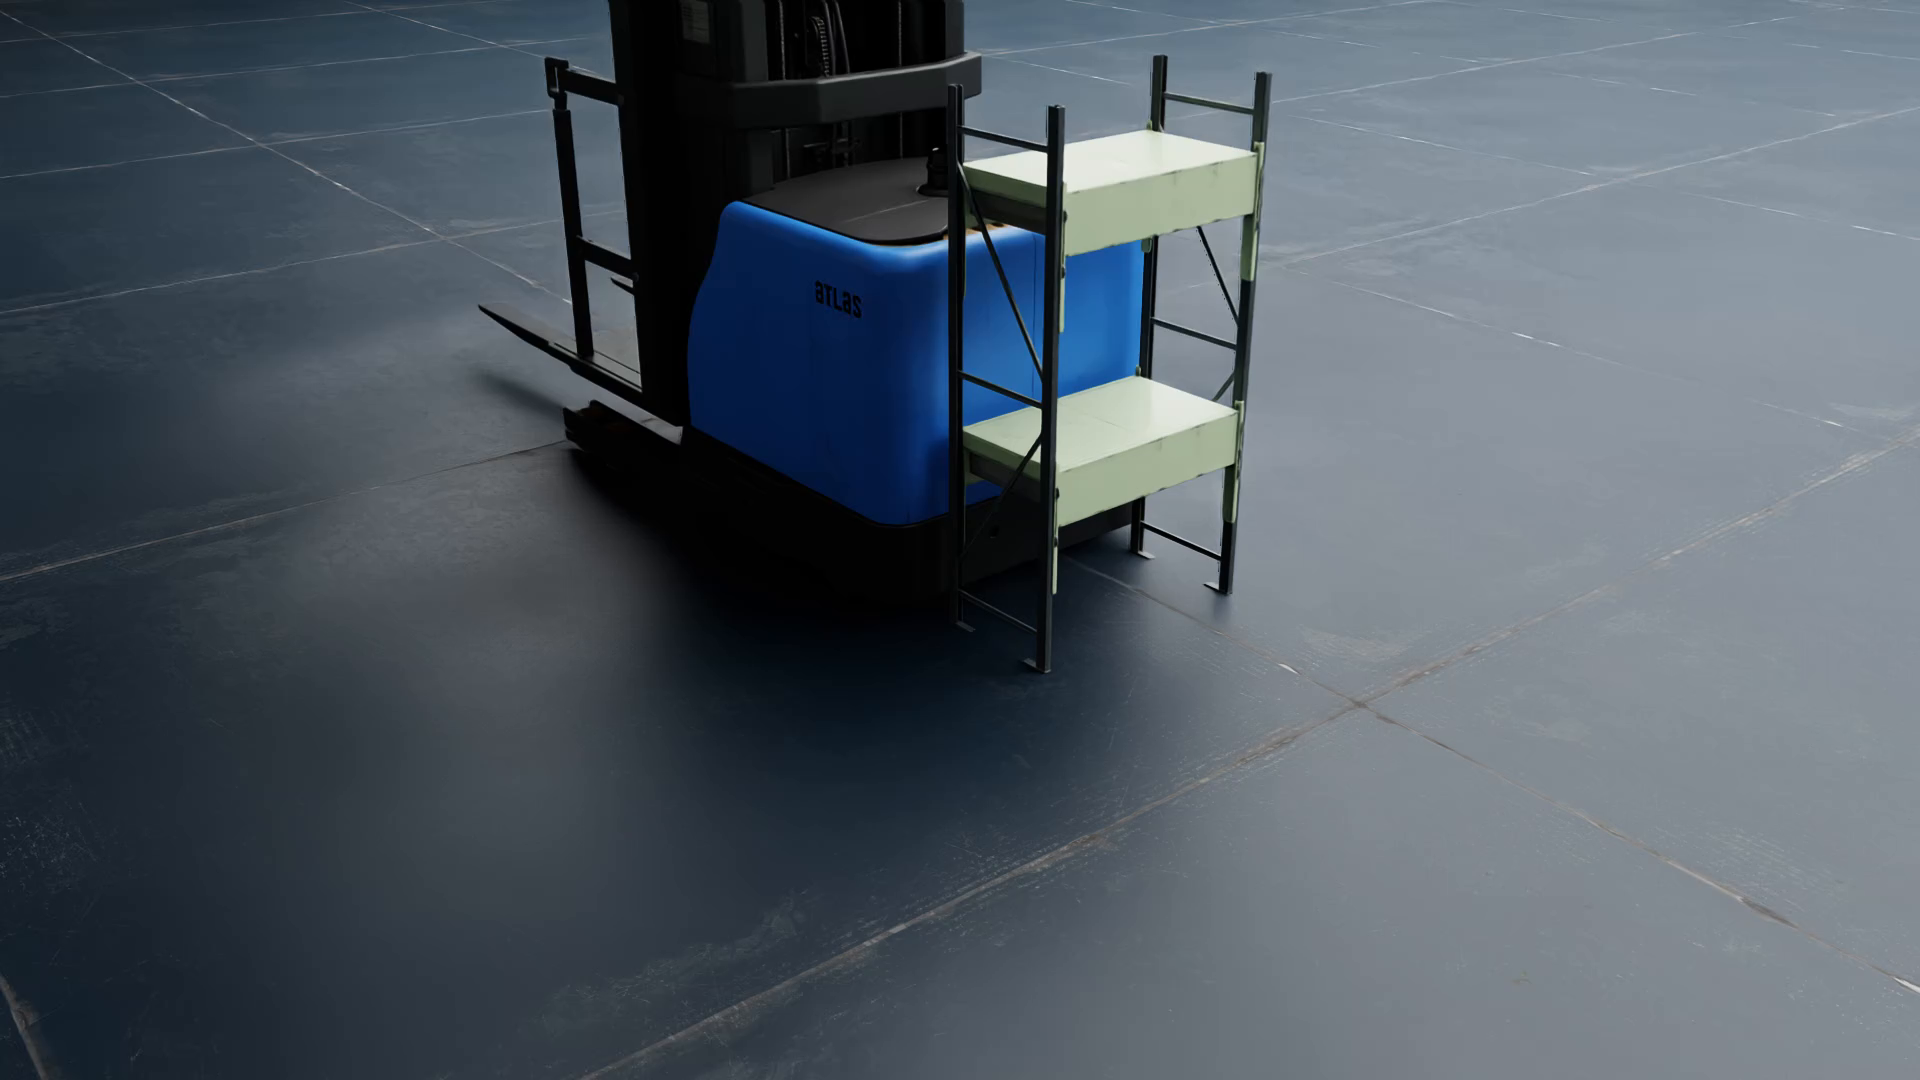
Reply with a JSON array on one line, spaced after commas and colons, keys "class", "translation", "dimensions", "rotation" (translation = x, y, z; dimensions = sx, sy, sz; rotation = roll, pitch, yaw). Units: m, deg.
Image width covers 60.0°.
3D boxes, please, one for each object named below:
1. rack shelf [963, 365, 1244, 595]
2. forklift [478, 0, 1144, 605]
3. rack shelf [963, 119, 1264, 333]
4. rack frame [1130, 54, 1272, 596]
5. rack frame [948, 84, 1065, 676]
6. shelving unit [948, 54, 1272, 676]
[{"class": "rack shelf", "translation": [0.386, -0.187, 4.646], "dimensions": [0.720, 0.370, 0.431], "rotation": [-20, 31, -36]}, {"class": "forklift", "translation": [-0.751, -1.695, 5.419], "dimensions": [1.130, 2.935, 3.031], "rotation": [-19, 31, -35]}, {"class": "rack shelf", "translation": [0.386, -0.837, 4.345], "dimensions": [0.720, 0.370, 0.431], "rotation": [-20, 31, -36]}, {"class": "rack frame", "translation": [0.666, -0.582, 4.723], "dimensions": [0.023, 1.500, 0.400], "rotation": [-20, 31, -36]}, {"class": "rack frame", "translation": [0.107, -0.383, 4.295], "dimensions": [0.023, 1.500, 0.400], "rotation": [-20, 31, -36]}, {"class": "shelving unit", "translation": [0.386, -0.483, 4.509], "dimensions": [0.755, 1.500, 0.431], "rotation": [-20, 31, -36]}]
